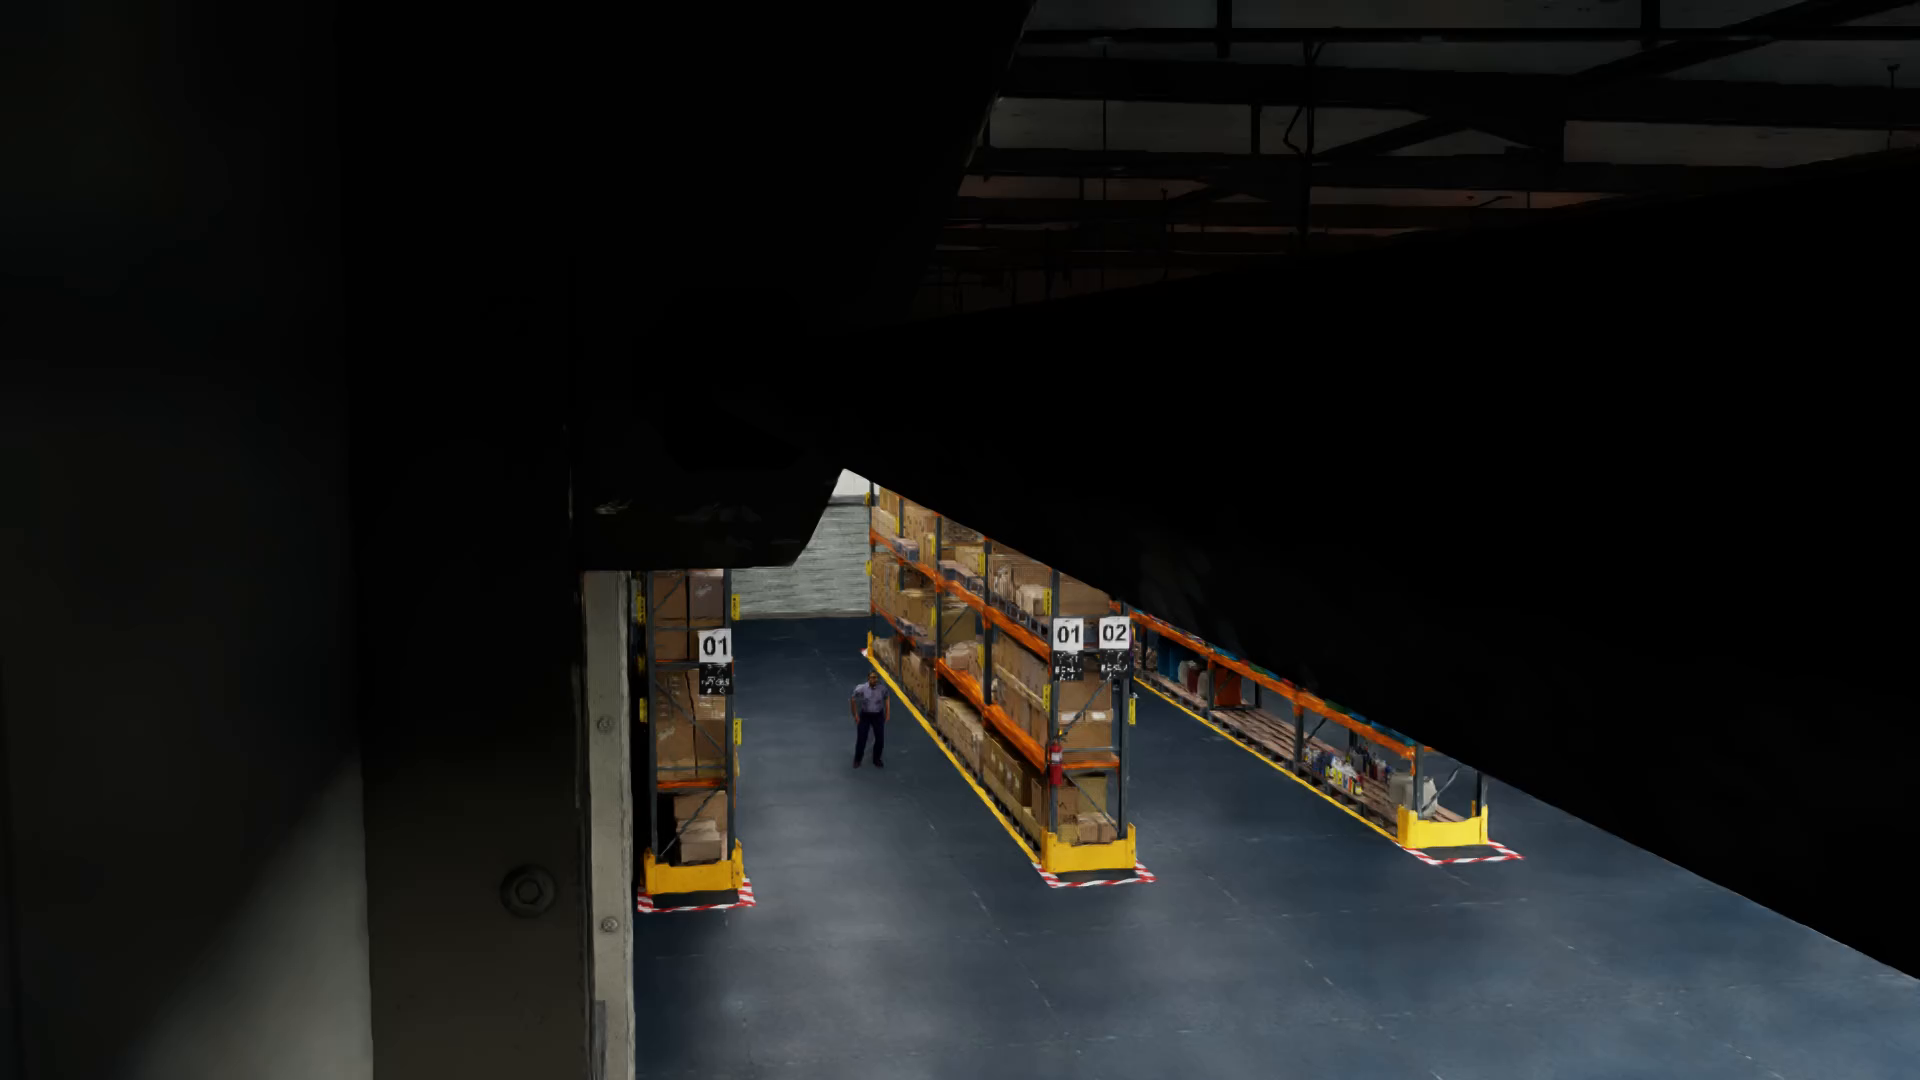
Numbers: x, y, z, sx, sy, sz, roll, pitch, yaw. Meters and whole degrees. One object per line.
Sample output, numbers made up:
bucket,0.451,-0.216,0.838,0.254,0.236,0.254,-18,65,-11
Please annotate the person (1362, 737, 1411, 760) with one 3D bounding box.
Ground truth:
person,6.911,2.734,26.798,0.655,1.598,0.796,-4,7,-34

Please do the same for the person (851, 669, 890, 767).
person,-1.410,2.806,26.271,0.625,1.596,0.517,-1,6,-14

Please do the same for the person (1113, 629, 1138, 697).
person,3.145,2.227,31.974,0.417,1.517,1.036,-1,6,-8
